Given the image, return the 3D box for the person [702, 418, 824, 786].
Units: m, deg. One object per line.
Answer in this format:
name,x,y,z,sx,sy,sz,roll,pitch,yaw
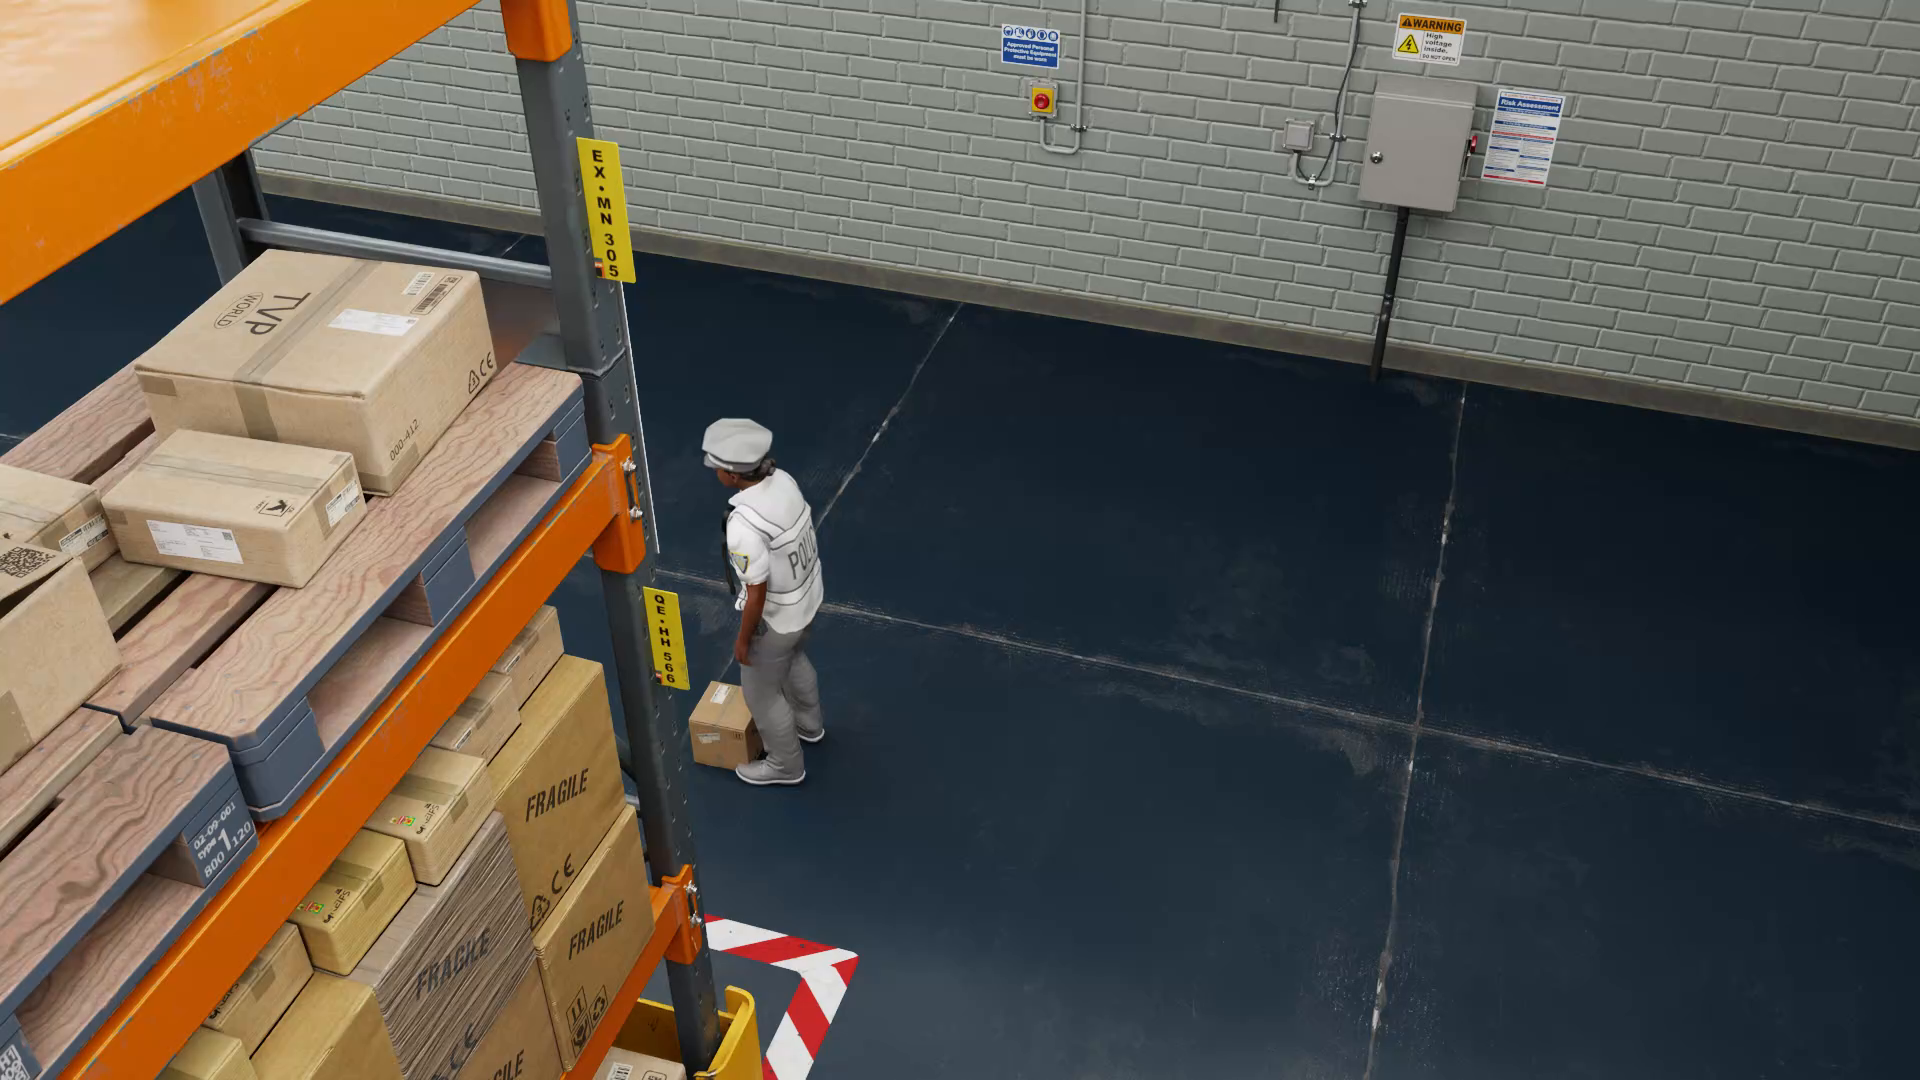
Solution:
person,-0.744,0.264,6.544,0.396,1.659,0.508,11,39,14
